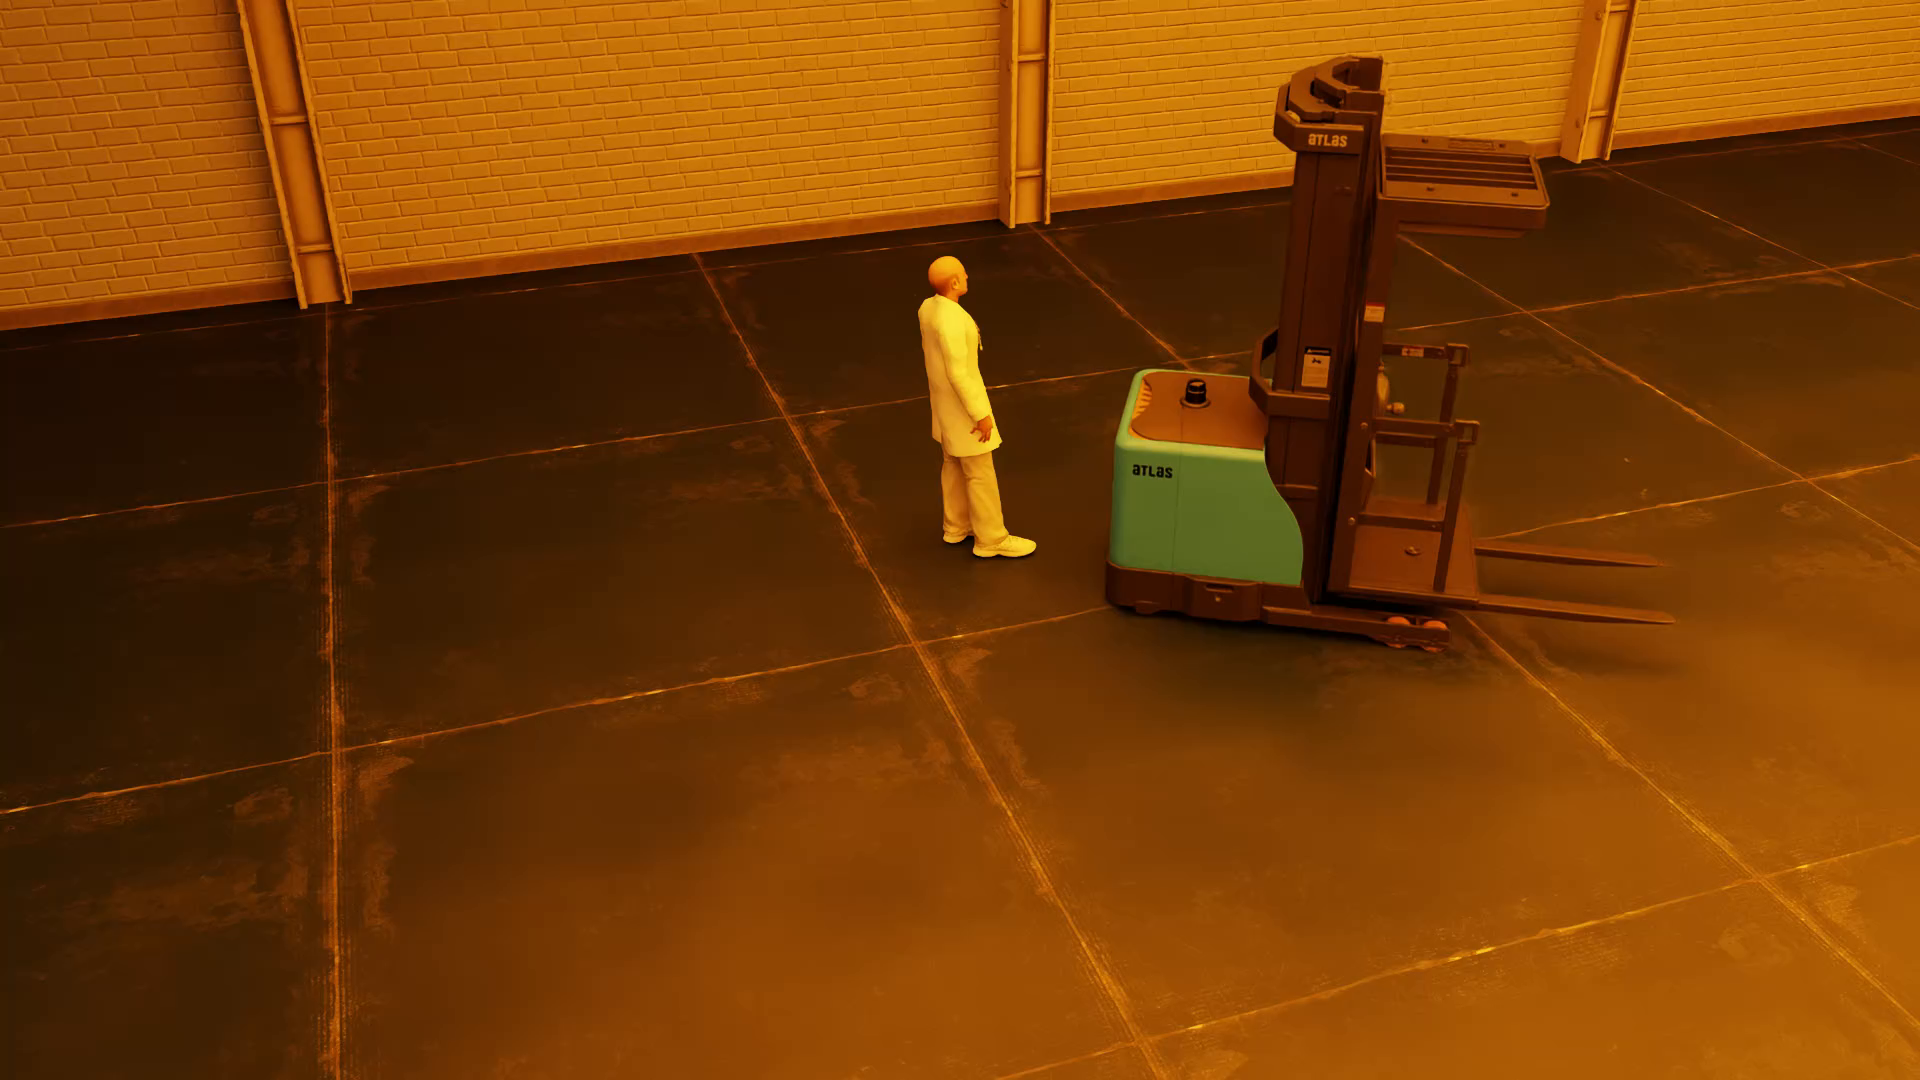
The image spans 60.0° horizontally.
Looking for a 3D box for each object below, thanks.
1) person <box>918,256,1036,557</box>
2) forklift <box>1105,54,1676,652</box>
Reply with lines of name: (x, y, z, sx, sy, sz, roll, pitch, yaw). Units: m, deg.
person: (0.088, -0.790, 9.601, 0.578, 1.777, 0.698, -10, 31, -16)
forklift: (2.383, -0.957, 8.749, 3.031, 2.935, 1.130, 6, 30, 10)
